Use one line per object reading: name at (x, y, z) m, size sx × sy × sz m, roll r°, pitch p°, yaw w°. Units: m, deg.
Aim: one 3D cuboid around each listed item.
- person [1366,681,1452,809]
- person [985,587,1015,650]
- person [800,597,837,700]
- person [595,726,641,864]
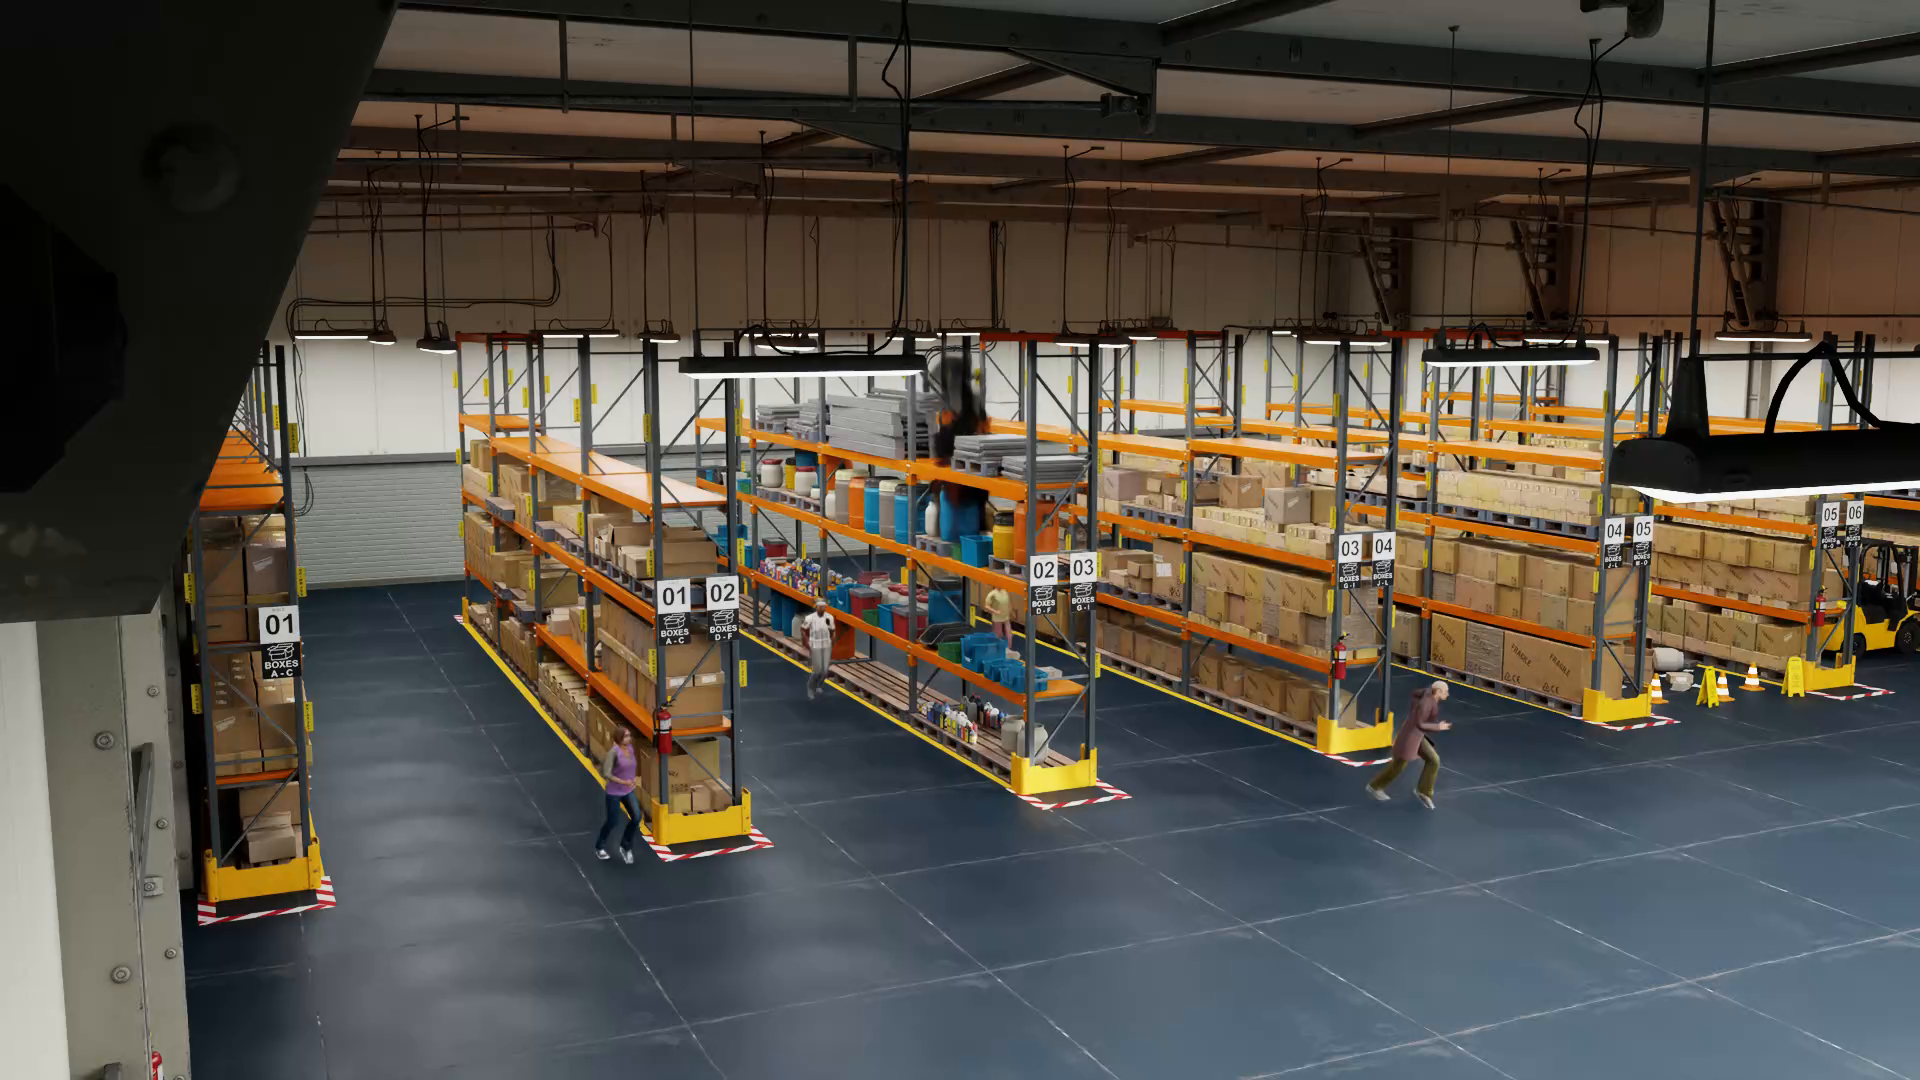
person at (5.820, 2.641, 21.537) m, size 1.072 × 1.734 × 0.752 m, roll 3°, pitch 8°, yaw 24°
person at (0.717, 1.456, 30.220) m, size 0.588 × 1.628 × 0.758 m, roll -5°, pitch 9°, yaw -32°
person at (-2.217, 1.751, 26.617) m, size 0.561 × 1.692 × 0.564 m, roll -3°, pitch 8°, yaw -24°
person at (-3.931, 2.973, 19.344) m, size 0.612 × 1.628 × 0.588 m, roll 5°, pitch 9°, yaw 35°
